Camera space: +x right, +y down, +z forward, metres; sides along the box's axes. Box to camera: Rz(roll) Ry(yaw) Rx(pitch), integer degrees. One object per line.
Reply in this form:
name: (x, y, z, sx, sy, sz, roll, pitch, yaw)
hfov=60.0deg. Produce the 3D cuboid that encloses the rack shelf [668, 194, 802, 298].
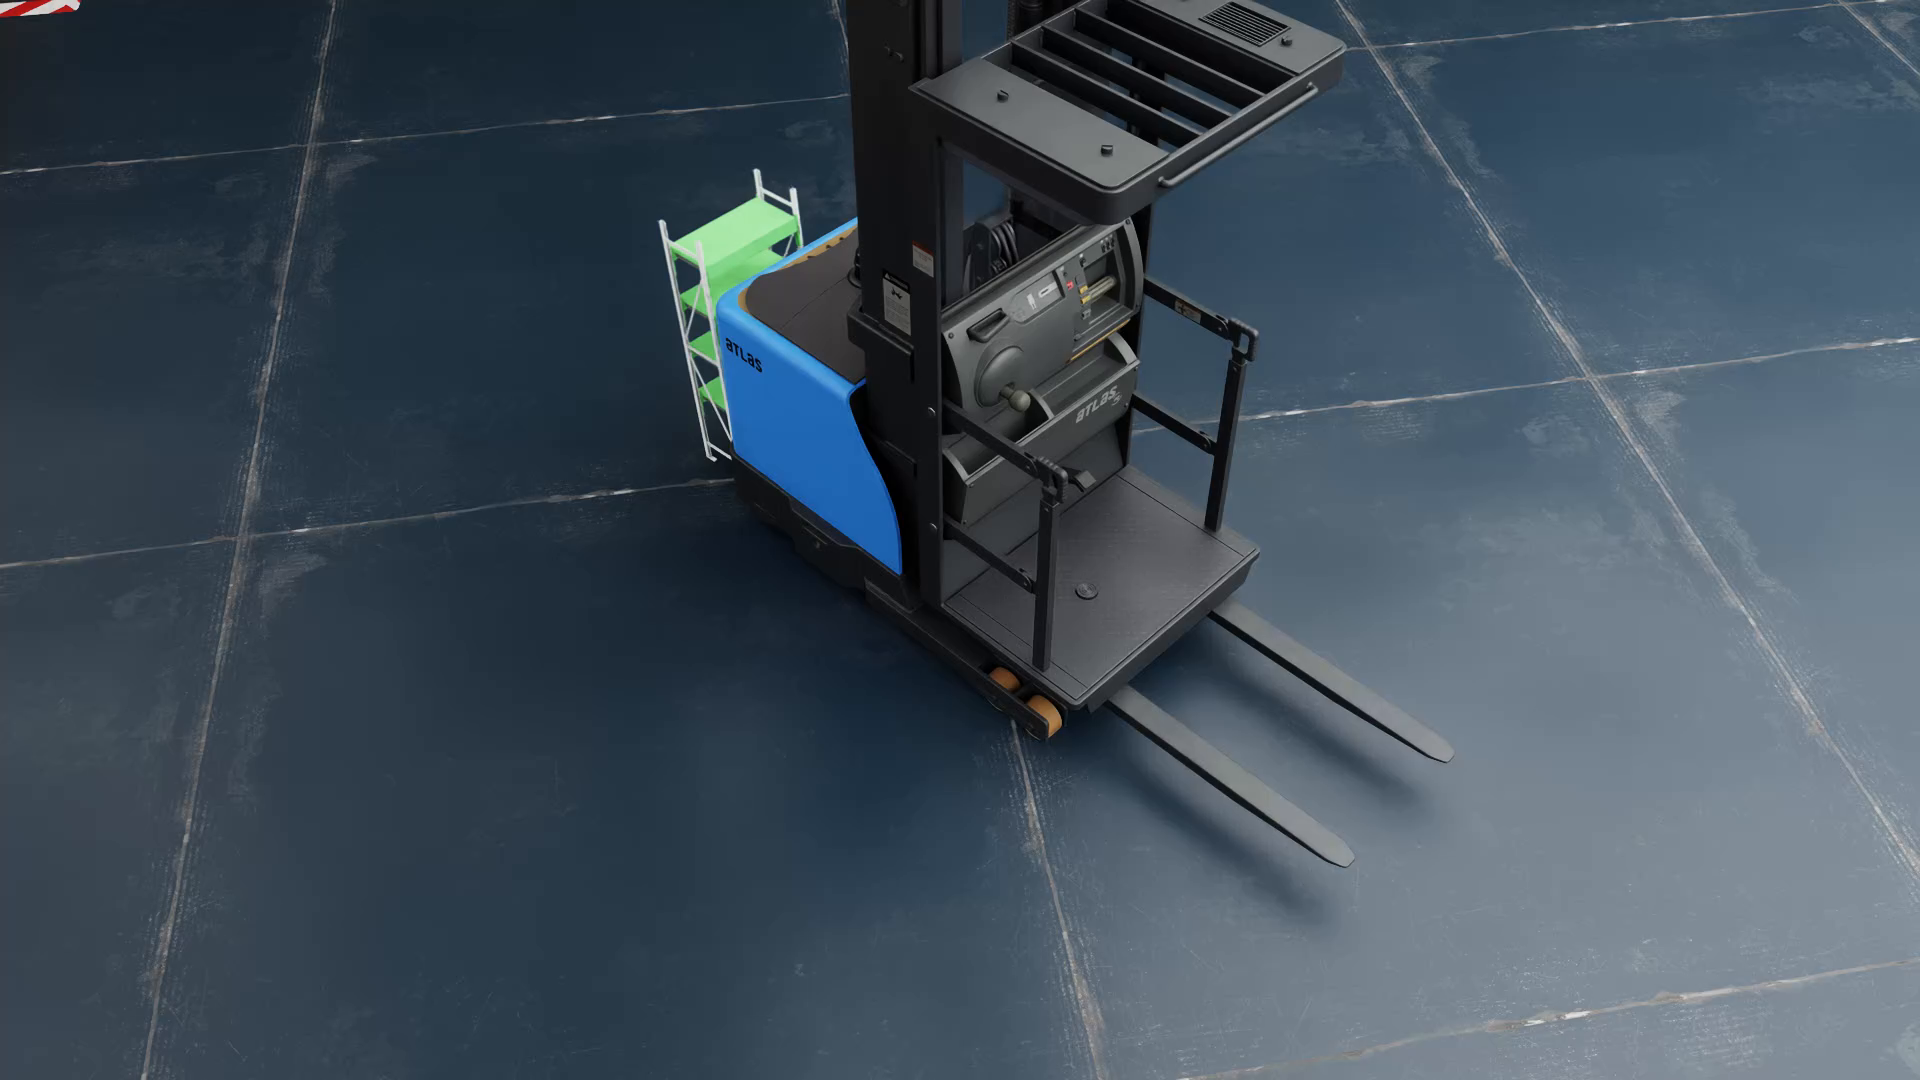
rack shelf: (-0.903, -1.182, 6.661, 0.258, 0.148, 0.480, 32, 54, 32)

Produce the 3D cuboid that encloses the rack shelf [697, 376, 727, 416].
rack shelf: (-0.866, -0.658, 7.153, 0.258, 0.148, 0.480, 32, 54, 32)

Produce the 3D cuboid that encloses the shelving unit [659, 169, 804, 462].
shelving unit: (-0.881, -0.879, 6.945, 0.258, 1.200, 0.503, 32, 54, 32)

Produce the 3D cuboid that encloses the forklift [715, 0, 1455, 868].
forklift: (0.449, -0.698, 5.581, 3.031, 2.935, 1.130, 35, 56, 29)

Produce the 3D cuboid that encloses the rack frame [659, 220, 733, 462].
rack frame: (-1.051, -0.753, 6.823, 0.240, 1.200, 0.015, 32, 54, 32)

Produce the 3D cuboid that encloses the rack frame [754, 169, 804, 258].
rack frame: (-0.712, -1.006, 7.067, 0.240, 1.200, 0.015, 32, 54, 32)

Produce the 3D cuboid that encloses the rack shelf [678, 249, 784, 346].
rack shelf: (-0.890, -1.008, 6.825, 0.258, 0.148, 0.480, 32, 54, 32)

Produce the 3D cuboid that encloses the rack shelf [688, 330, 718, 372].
rack shelf: (-0.878, -0.833, 6.989, 0.258, 0.148, 0.480, 32, 54, 32)
